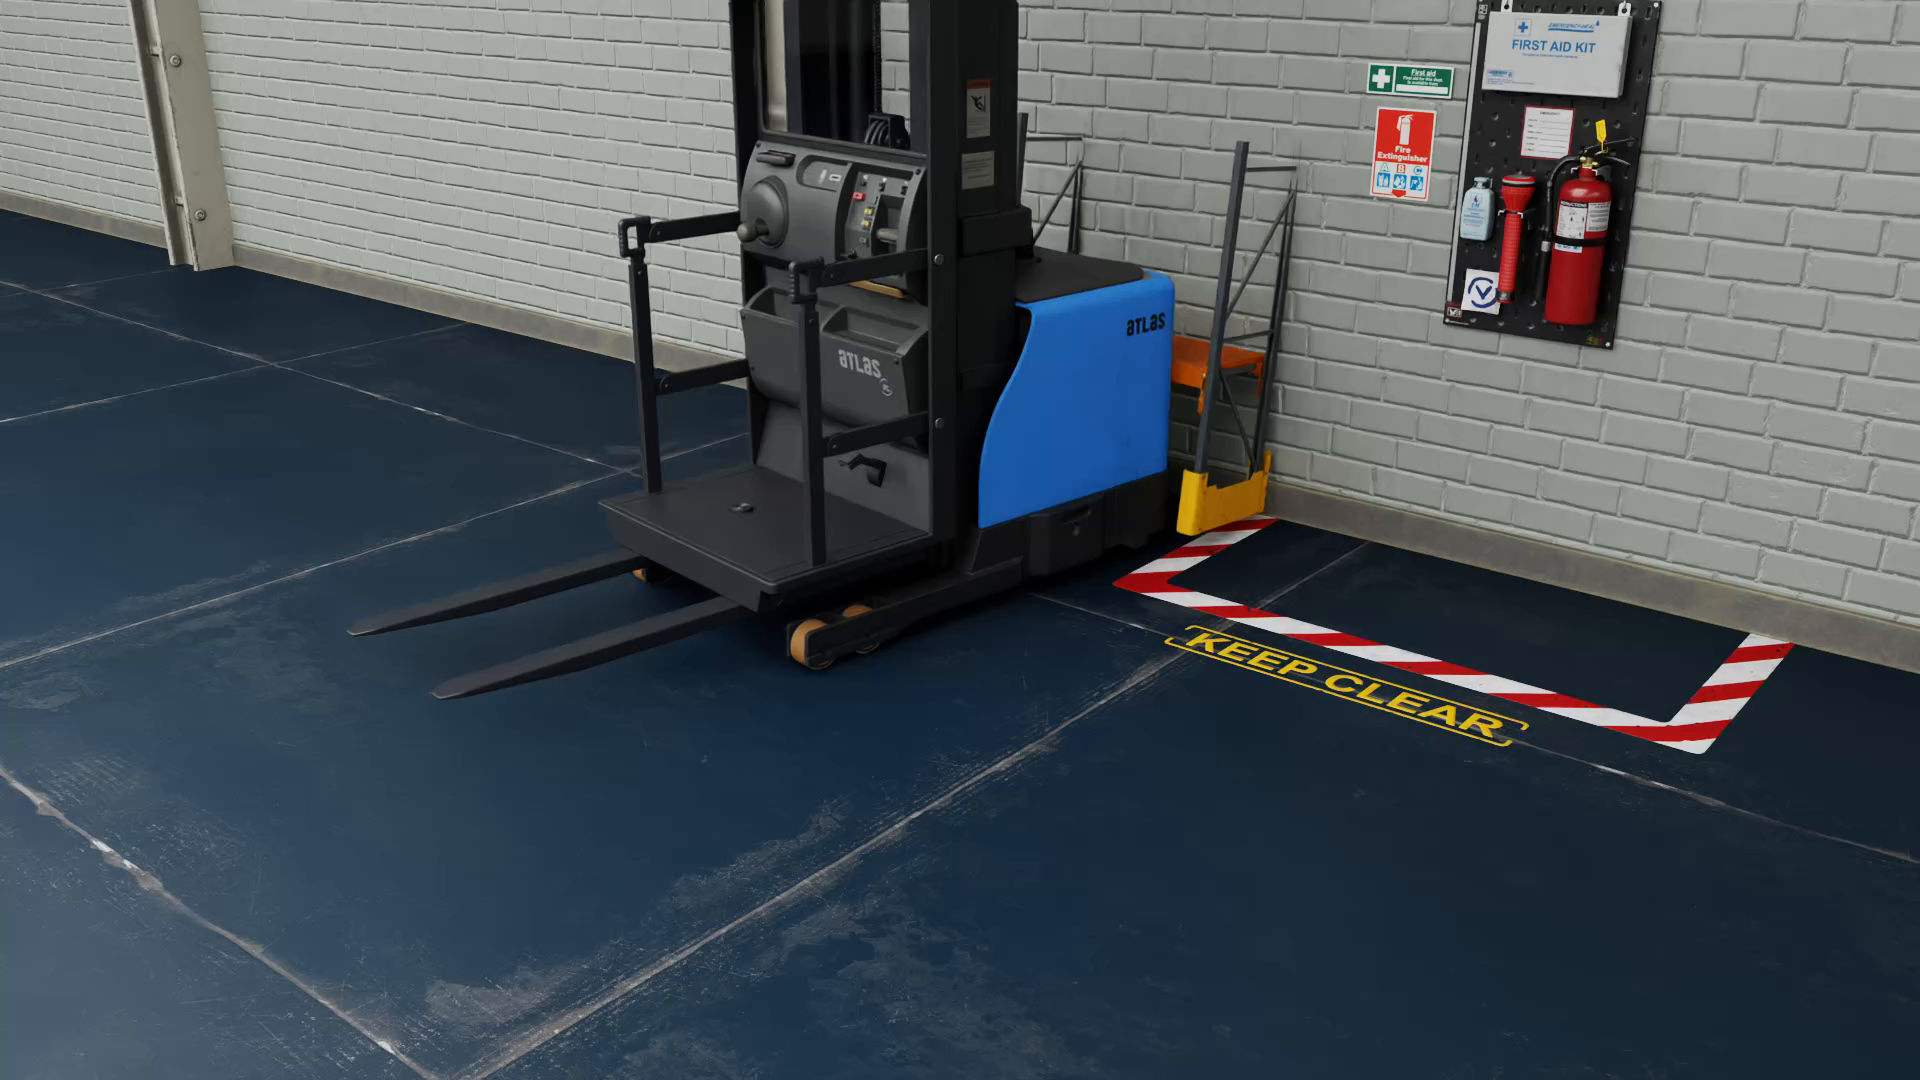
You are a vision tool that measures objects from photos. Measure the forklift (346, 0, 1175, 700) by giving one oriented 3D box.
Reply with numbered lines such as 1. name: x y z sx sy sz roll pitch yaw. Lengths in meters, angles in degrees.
1. forklift: -0.603 -1.147 5.556 3.031 2.935 1.130 -18 27 -39

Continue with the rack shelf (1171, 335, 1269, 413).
1. rack shelf: 0.710 -0.748 6.842 1.000 0.185 0.538 18 22 36

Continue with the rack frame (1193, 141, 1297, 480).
1. rack frame: 1.118 -0.791 6.493 0.032 1.500 0.500 18 22 36

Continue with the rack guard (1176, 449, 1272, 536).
1. rack guard: 1.065 -0.198 6.682 0.087 0.250 0.587 18 22 36

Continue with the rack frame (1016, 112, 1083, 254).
1. rack frame: 0.331 -1.047 7.084 0.032 1.500 0.500 18 22 36

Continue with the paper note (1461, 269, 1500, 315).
1. paper note: 1.907 -0.907 6.070 0.142 0.148 0.016 16 26 36

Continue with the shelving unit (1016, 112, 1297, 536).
1. shelving unit: 0.732 -0.917 6.783 1.083 1.500 0.587 18 22 36

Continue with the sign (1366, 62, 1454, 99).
1. sign: 1.636 -1.673 6.053 0.331 0.109 0.001 16 26 36

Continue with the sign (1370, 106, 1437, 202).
1. sign: 1.638 -1.429 6.155 0.234 0.329 0.001 16 26 36

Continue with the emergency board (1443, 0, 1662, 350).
1. emergency board: 2.001 -1.261 5.760 0.643 1.169 0.194 16 26 36

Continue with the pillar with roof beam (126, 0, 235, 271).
1. pillar with roof beam: -8.127 -5.006 7.191 0.400 9.000 9.100 16 26 36

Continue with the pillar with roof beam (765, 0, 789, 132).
1. pillar with roof beam: -3.479 -3.668 3.641 0.400 9.000 9.100 16 26 36
